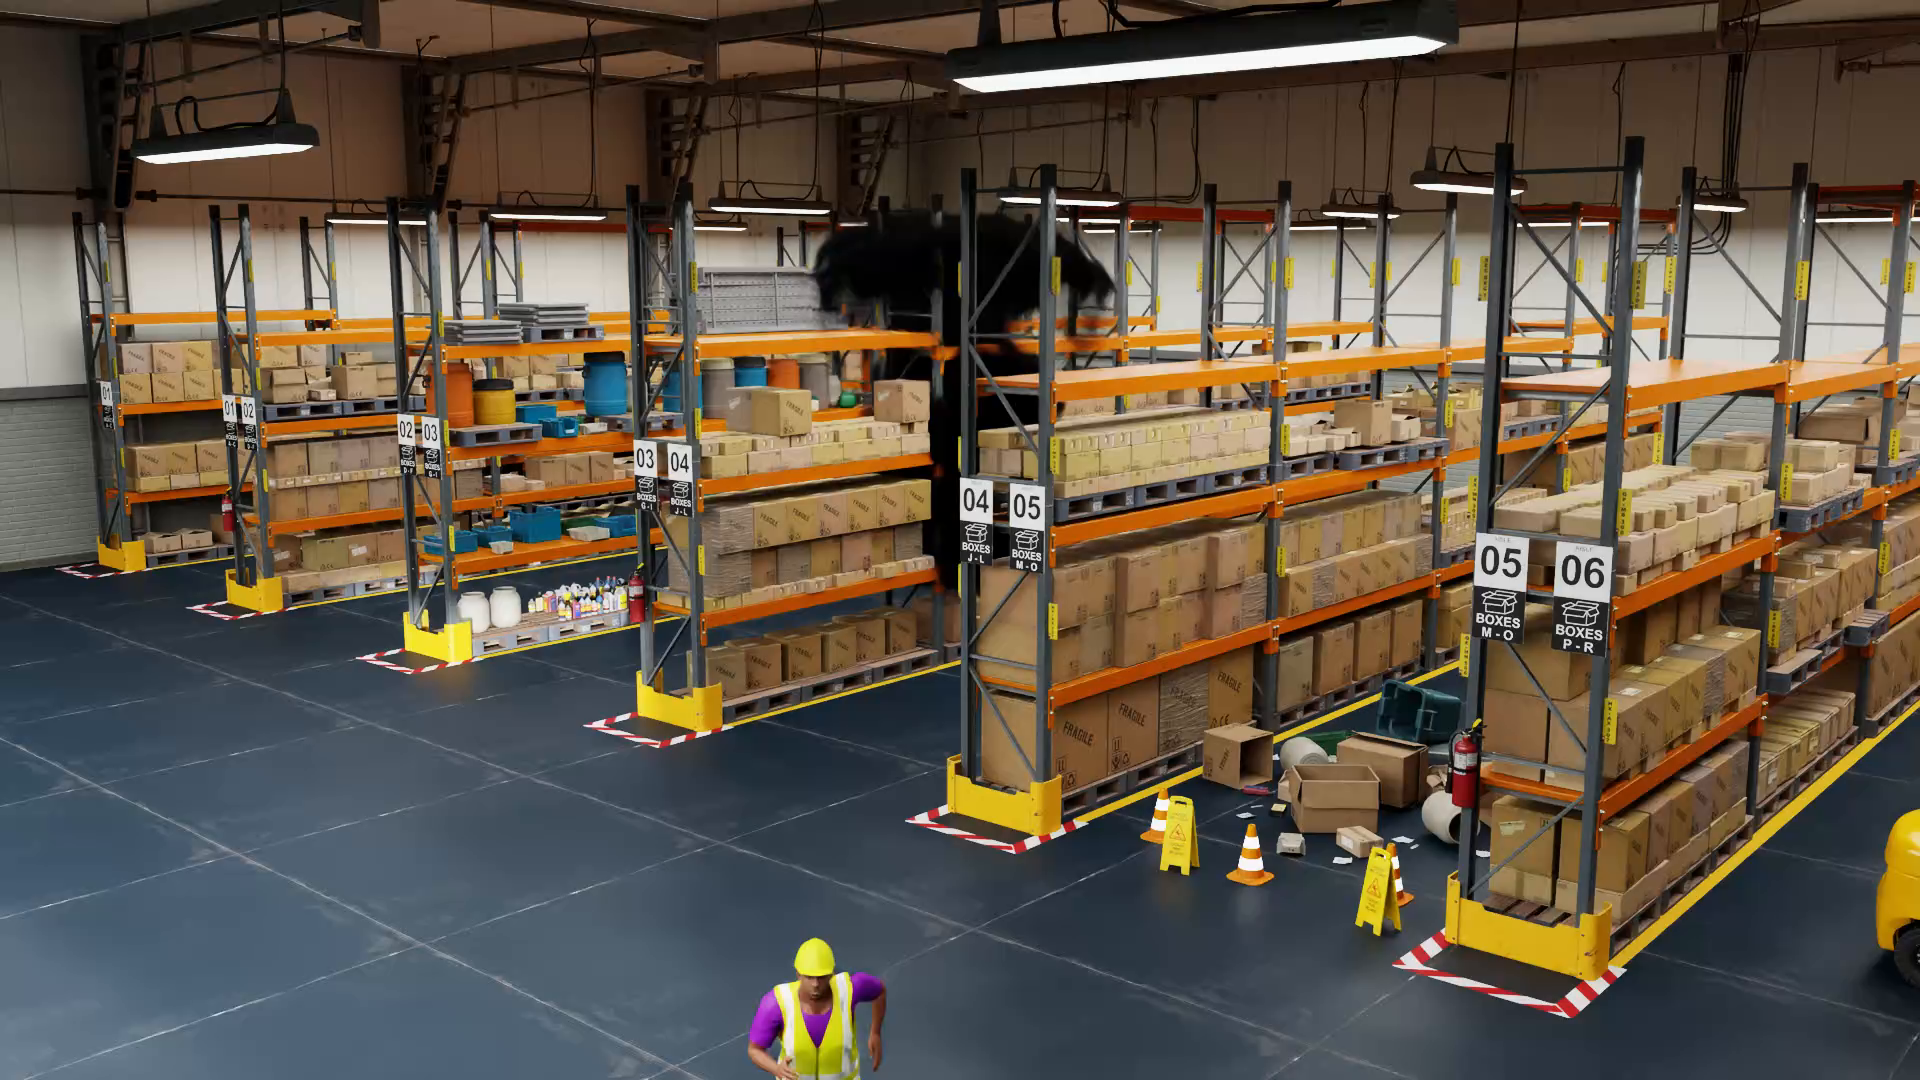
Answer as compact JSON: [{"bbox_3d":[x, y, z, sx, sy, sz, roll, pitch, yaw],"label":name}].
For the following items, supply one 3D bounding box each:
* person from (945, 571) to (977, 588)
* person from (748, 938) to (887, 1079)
[{"bbox_3d":[0.006,-0.129,25.443,0.510,1.672,0.698,7,12,35],"label":"person"},{"bbox_3d":[-0.741,2.900,8.744,0.714,1.816,0.925,0,9,-2],"label":"person"}]
